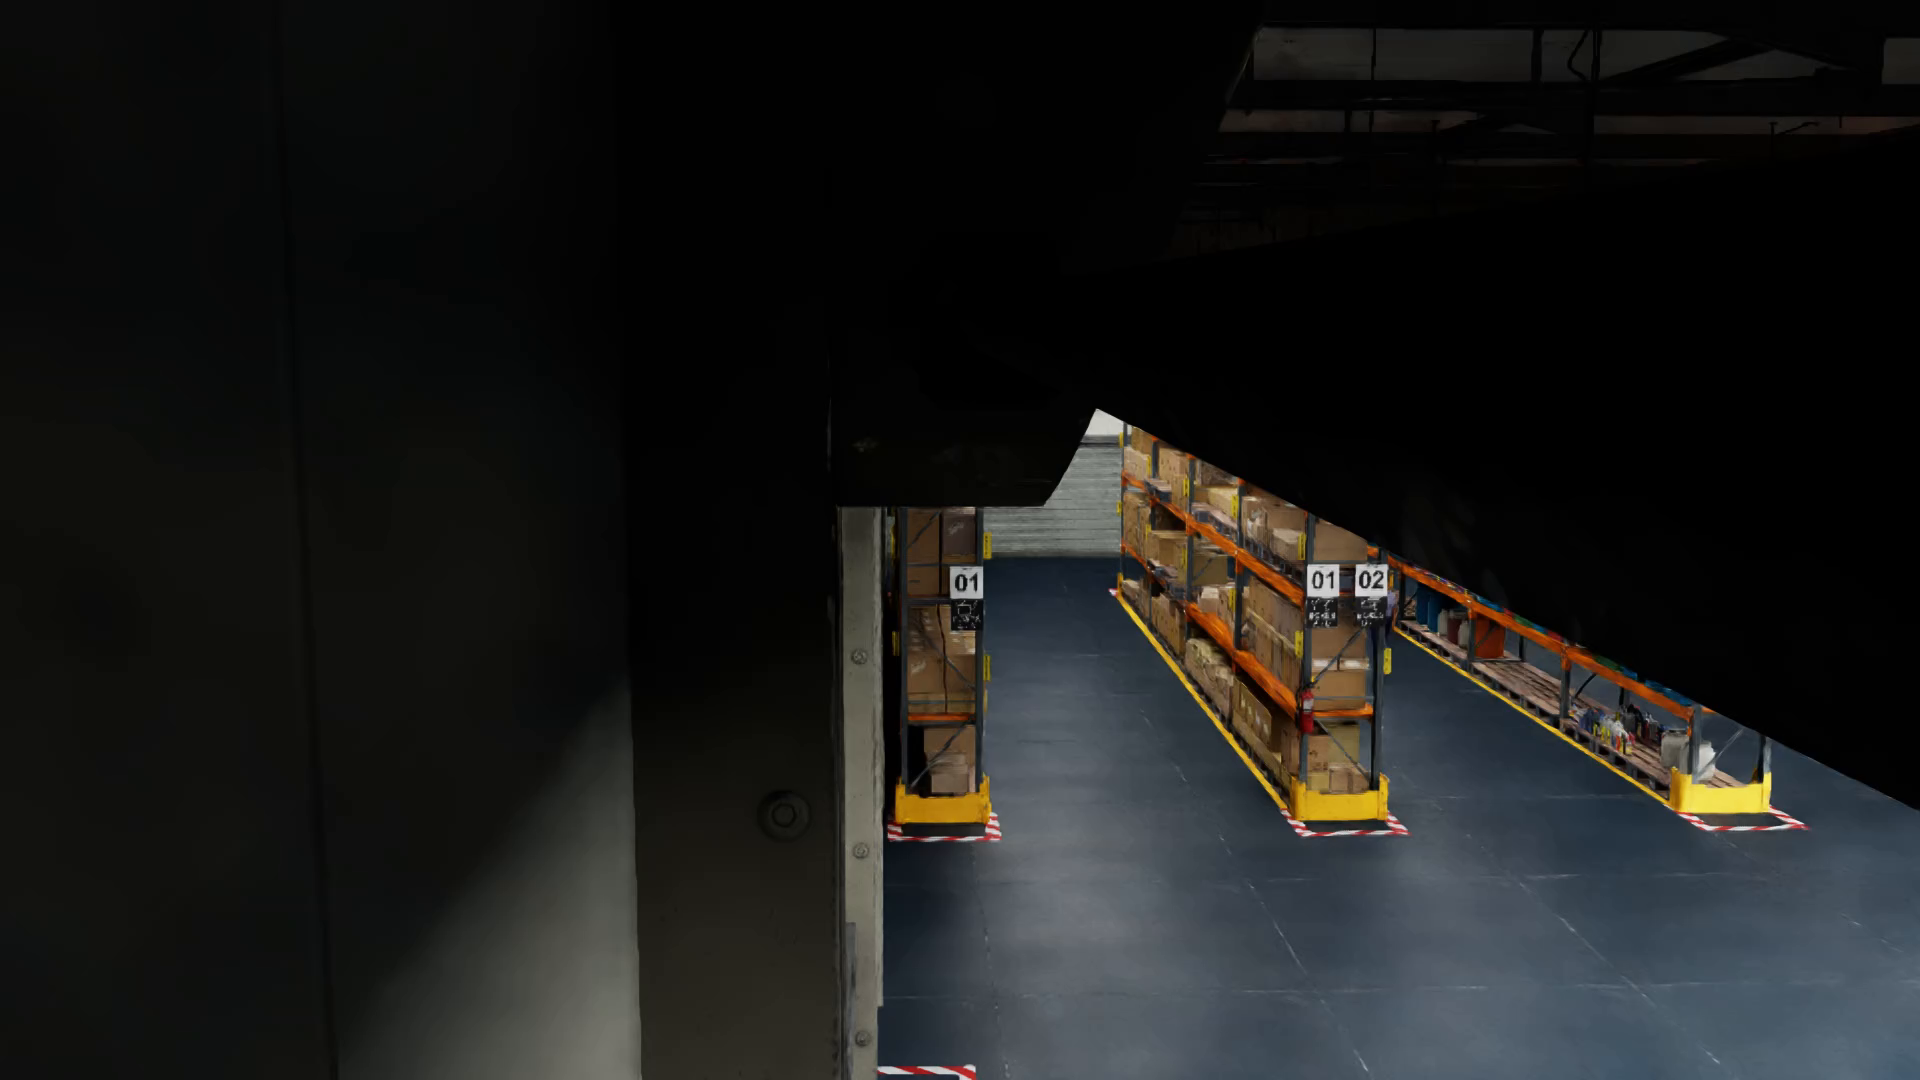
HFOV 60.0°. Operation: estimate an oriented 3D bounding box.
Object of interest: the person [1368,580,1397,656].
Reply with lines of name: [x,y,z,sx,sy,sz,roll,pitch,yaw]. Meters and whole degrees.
person: [7.474,1.474,29.384,0.478,1.464,1.083,-1,8,-5]
